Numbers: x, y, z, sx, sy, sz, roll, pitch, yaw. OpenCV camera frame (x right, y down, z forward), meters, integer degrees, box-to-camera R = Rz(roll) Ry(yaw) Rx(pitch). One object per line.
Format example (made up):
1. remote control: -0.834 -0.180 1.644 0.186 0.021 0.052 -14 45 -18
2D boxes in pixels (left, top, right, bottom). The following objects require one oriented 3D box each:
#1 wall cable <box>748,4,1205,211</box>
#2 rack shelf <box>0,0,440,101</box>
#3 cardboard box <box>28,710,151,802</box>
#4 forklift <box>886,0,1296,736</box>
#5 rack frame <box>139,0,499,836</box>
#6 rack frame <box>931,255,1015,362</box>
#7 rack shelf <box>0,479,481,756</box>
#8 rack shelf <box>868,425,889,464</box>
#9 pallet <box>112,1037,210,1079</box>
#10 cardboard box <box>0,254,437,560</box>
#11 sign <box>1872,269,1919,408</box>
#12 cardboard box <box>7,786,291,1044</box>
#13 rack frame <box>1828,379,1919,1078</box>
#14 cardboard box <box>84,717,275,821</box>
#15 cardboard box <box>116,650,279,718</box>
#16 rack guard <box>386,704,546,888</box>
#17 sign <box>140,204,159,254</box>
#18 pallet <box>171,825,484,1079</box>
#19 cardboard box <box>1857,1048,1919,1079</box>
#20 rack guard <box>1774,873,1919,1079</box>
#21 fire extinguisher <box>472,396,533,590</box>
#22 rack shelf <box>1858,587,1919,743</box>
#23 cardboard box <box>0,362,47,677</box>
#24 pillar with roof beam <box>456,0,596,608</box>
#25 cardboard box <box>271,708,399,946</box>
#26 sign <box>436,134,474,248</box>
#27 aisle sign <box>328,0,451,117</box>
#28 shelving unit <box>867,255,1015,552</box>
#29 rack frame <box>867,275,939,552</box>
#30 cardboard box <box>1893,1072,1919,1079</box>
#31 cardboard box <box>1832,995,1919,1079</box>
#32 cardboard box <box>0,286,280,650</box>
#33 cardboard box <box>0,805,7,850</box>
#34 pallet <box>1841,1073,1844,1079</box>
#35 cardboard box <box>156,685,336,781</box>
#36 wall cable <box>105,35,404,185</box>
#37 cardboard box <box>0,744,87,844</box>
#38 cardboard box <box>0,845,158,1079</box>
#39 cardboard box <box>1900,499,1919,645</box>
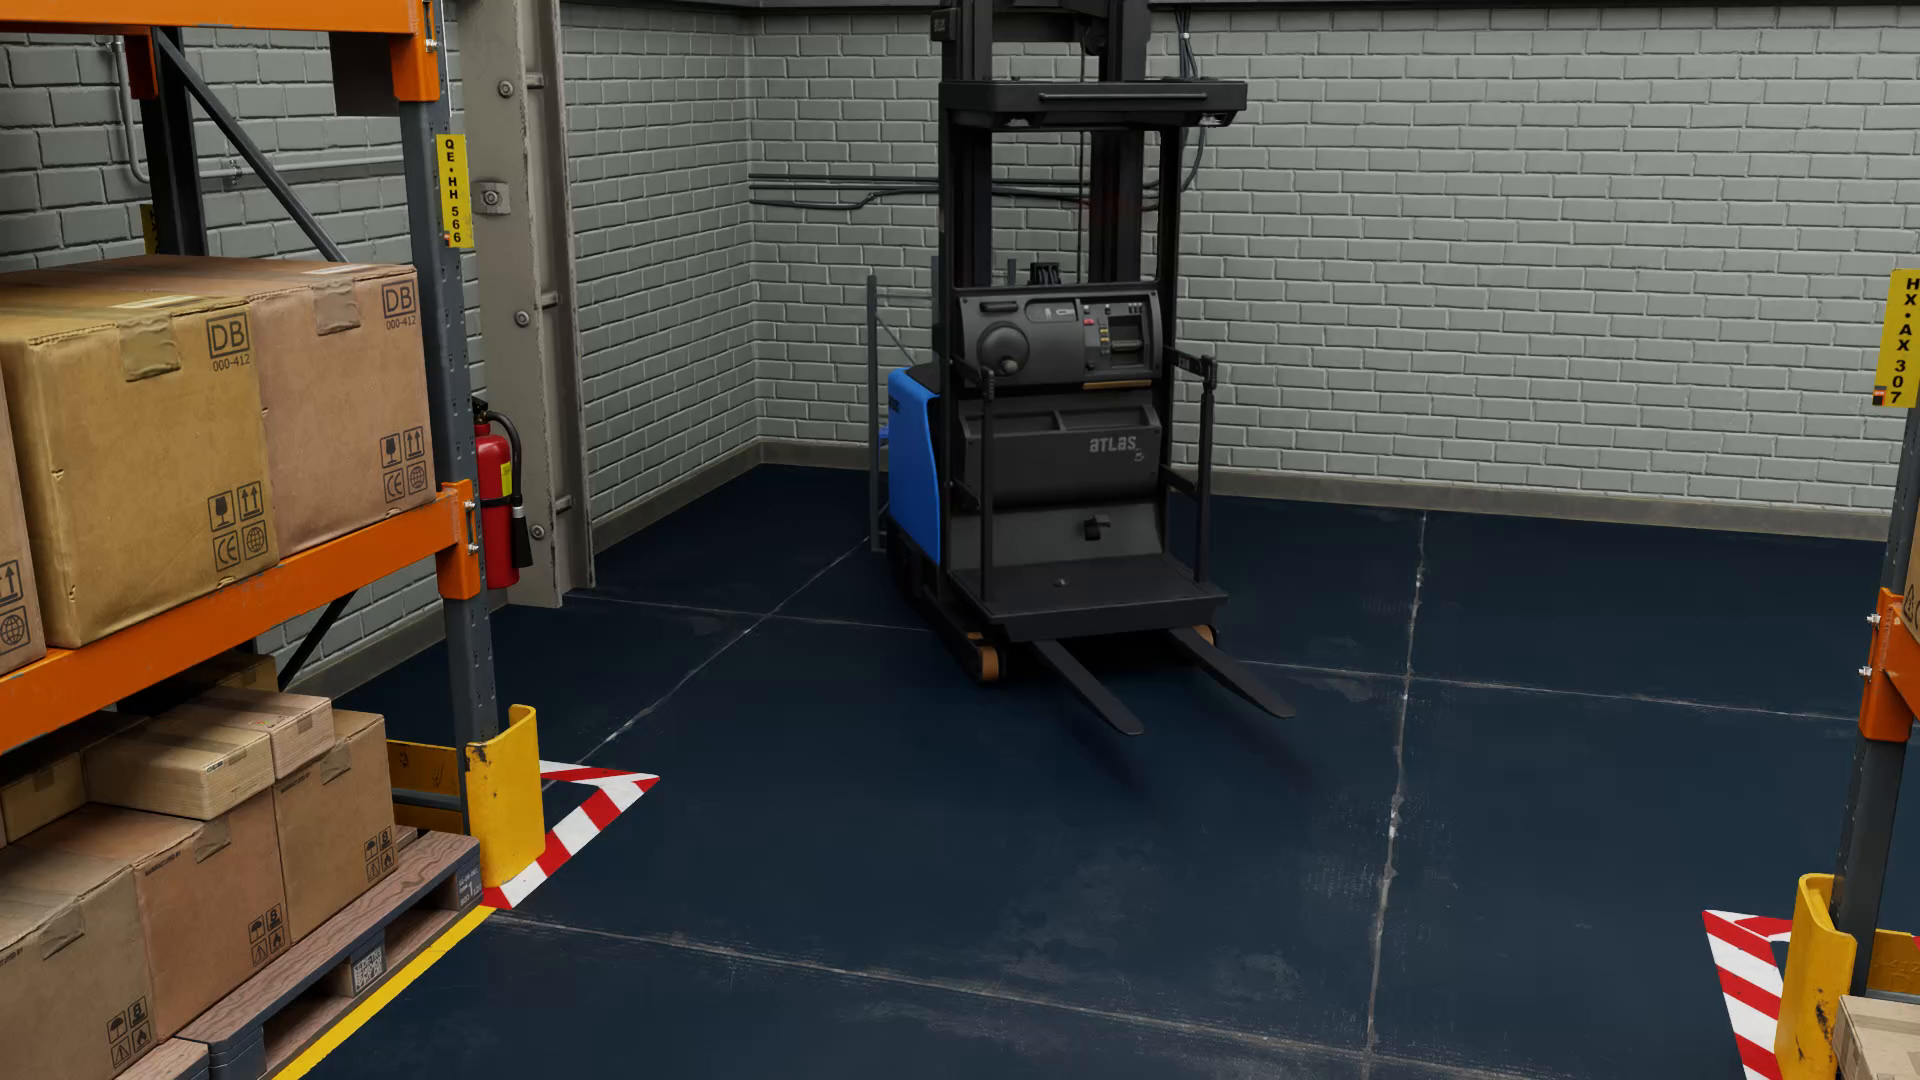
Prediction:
1. wall cable: -0.053 -3.243 9.962 3.097 2.526 0.112 5 16 16
2. rack shelf: -2.572 -0.972 3.082 1.077 0.370 4.000 5 16 16
3. cardboard box: -2.406 0.565 4.463 0.380 0.149 0.250 5 16 16
4. forklift: 0.513 -0.912 7.172 1.130 2.935 3.031 -4 16 -15
5. rack frame: -2.003 -0.399 5.238 1.000 3.000 0.127 5 16 16
6. rack frame: 0.075 -0.908 9.782 0.500 1.500 0.032 5 17 18
7. rack shelf: -2.572 0.471 3.491 1.077 0.370 4.000 5 16 16
8. rack shelf: -0.086 -0.603 9.367 0.538 0.185 1.000 5 17 18
9. pallet: -2.504 1.476 3.738 1.003 0.211 1.213 5 16 16
10. cardboard box: -2.139 -0.409 4.724 0.980 0.700 0.700 5 17 18
11. sign: 2.227 -0.474 3.917 0.100 0.325 0.005 5 16 16
12. cardboard box: -2.248 0.924 4.387 0.700 0.500 0.500 5 16 16
13. rack frame: 2.747 -0.015 3.887 1.000 3.000 0.127 5 16 16
14. cardboard box: -2.040 0.595 4.356 0.380 0.149 0.250 5 17 17
15. cardboard box: -2.262 0.432 4.930 0.380 0.149 0.250 5 17 16
16. rack guard: -1.996 0.798 5.601 1.175 0.500 0.348 5 16 16
17. sign: -2.534 -0.898 5.266 0.100 0.325 0.005 5 16 16
18. pallet: -2.155 1.158 4.859 1.003 0.211 1.213 5 16 16
19. cardboard box: 2.228 1.284 3.691 0.380 0.166 0.250 5 16 16
20. rack guard: 2.726 1.207 4.158 1.175 0.500 0.348 5 16 16
21. fire extinguisher: -1.518 -0.186 5.312 0.296 0.674 0.183 5 16 16
22. rack shelf: 2.179 0.854 2.140 1.077 0.370 4.000 5 16 16
23. cardboard box: -2.560 -0.019 3.349 0.980 0.700 0.700 4 16 13
24. pillar with roof beam: 2.062 -3.724 5.969 9.100 9.000 0.400 5 16 16
25. cardboard box: -2.106 0.793 4.849 0.700 0.500 0.500 5 16 16
26. sign: -1.487 -1.024 4.886 0.100 0.325 0.005 5 16 16
27. aisle sign: -1.695 -1.645 4.867 0.394 0.787 0.004 5 16 16
28. shelving unit: -0.086 -0.776 9.318 0.538 1.500 1.048 5 17 18
29. rack frame: -0.247 -0.645 8.854 0.500 1.500 0.032 5 17 18
30. cardboard box: 2.179 1.347 3.317 0.500 0.250 0.500 5 16 16
31. cardboard box: 2.299 1.227 3.924 0.380 0.149 0.250 5 16 16
32. cardboard box: -2.335 -0.218 4.050 0.980 0.700 0.700 4 16 15
33. cardboard box: -2.549 0.697 3.997 0.380 0.149 0.250 5 17 17
34. pallet: 2.500 1.555 3.462 1.003 0.211 1.213 5 16 16
35. cardboard box: -1.968 0.528 4.592 0.380 0.149 0.250 4 16 15
36. wall cable: -2.546 -1.296 6.539 0.084 1.984 1.851 5 16 16
37. cardboard box: -2.477 0.631 4.232 0.380 0.149 0.250 5 17 16
38. cardboard box: -2.391 1.055 3.923 0.700 0.500 0.500 4 16 14
39. cardboard box: 2.368 0.032 3.536 0.500 0.500 0.500 5 17 17
